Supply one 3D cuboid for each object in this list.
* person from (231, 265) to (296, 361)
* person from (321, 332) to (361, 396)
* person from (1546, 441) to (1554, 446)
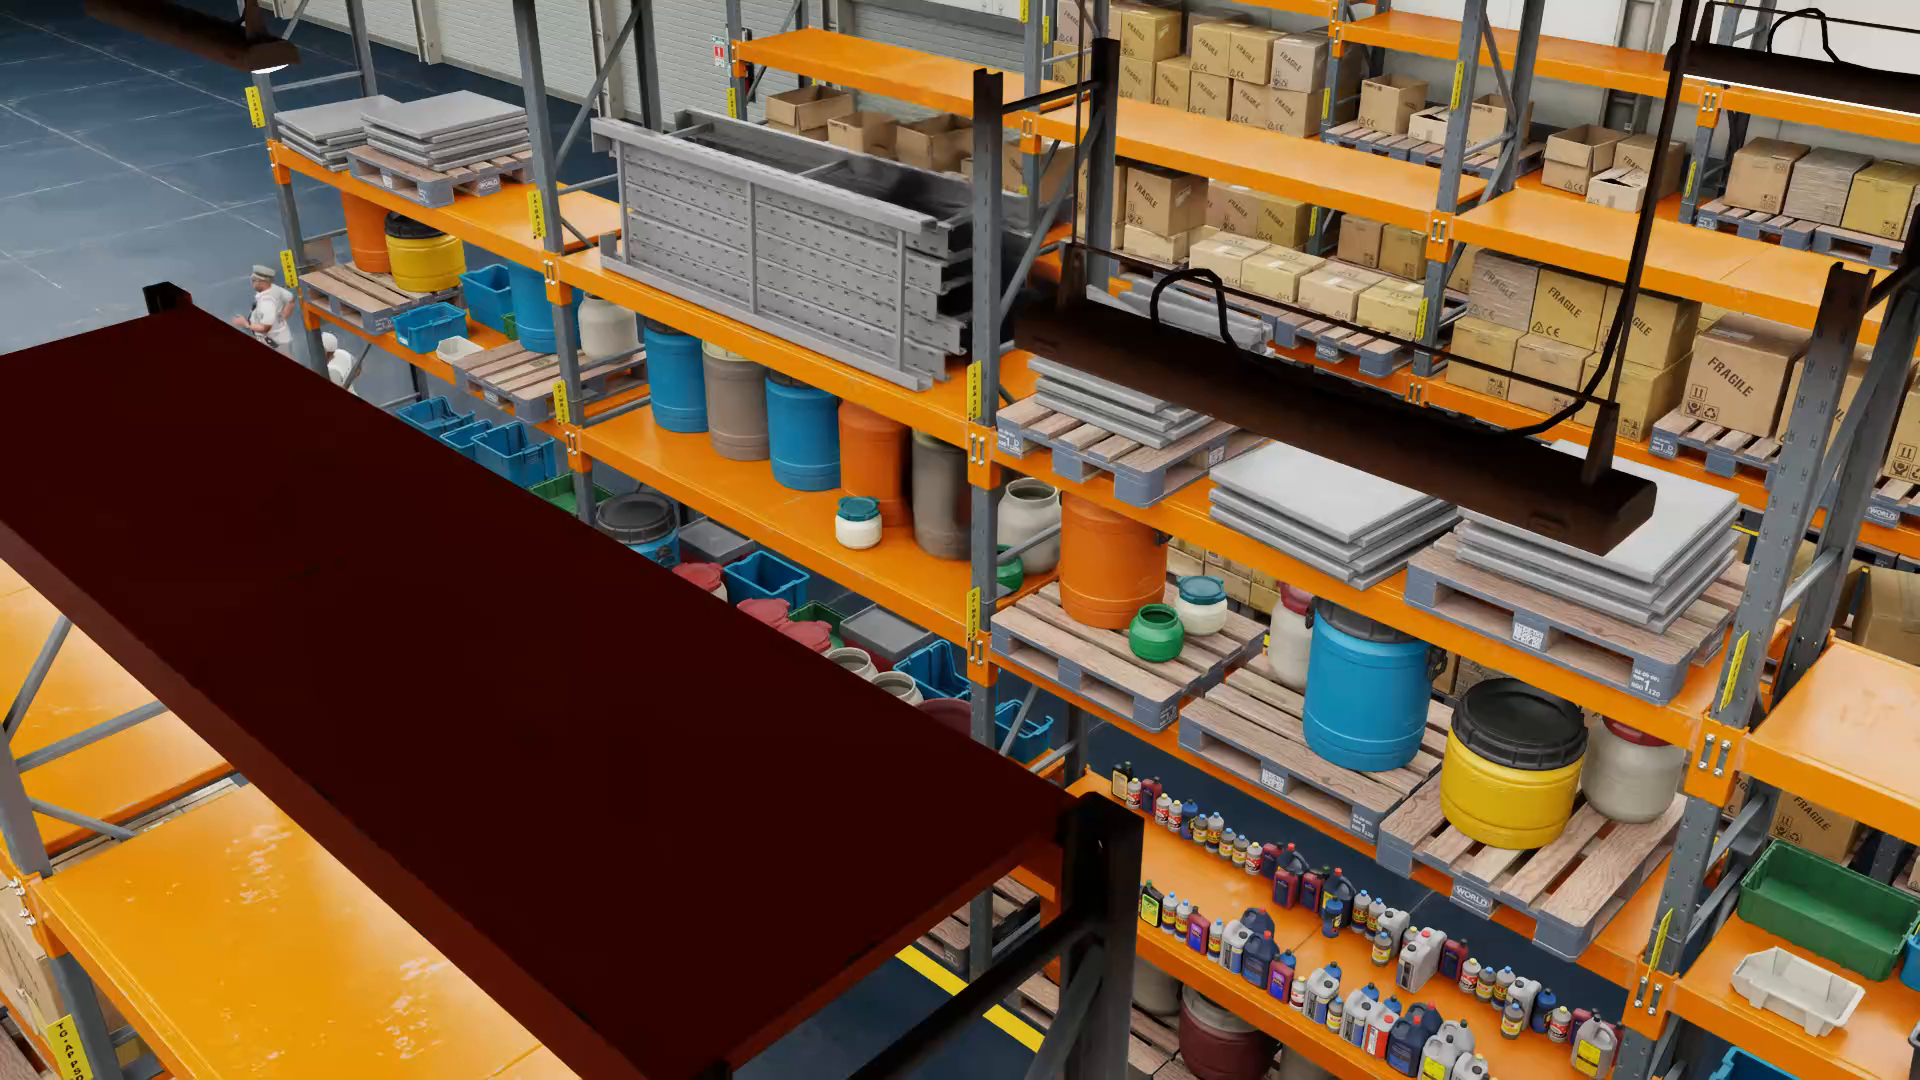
[{"bbox_3d":[-7.514,-2.137,18.255,0.781,1.856,0.637,-11,31,-19],"label":"person"},{"bbox_3d":[-6.173,-1.272,16.746,0.901,1.777,0.721,-5,30,-9],"label":"person"},{"bbox_3d":[5.545,-0.510,15.515,0.528,1.602,0.607,16,33,26],"label":"person"}]
